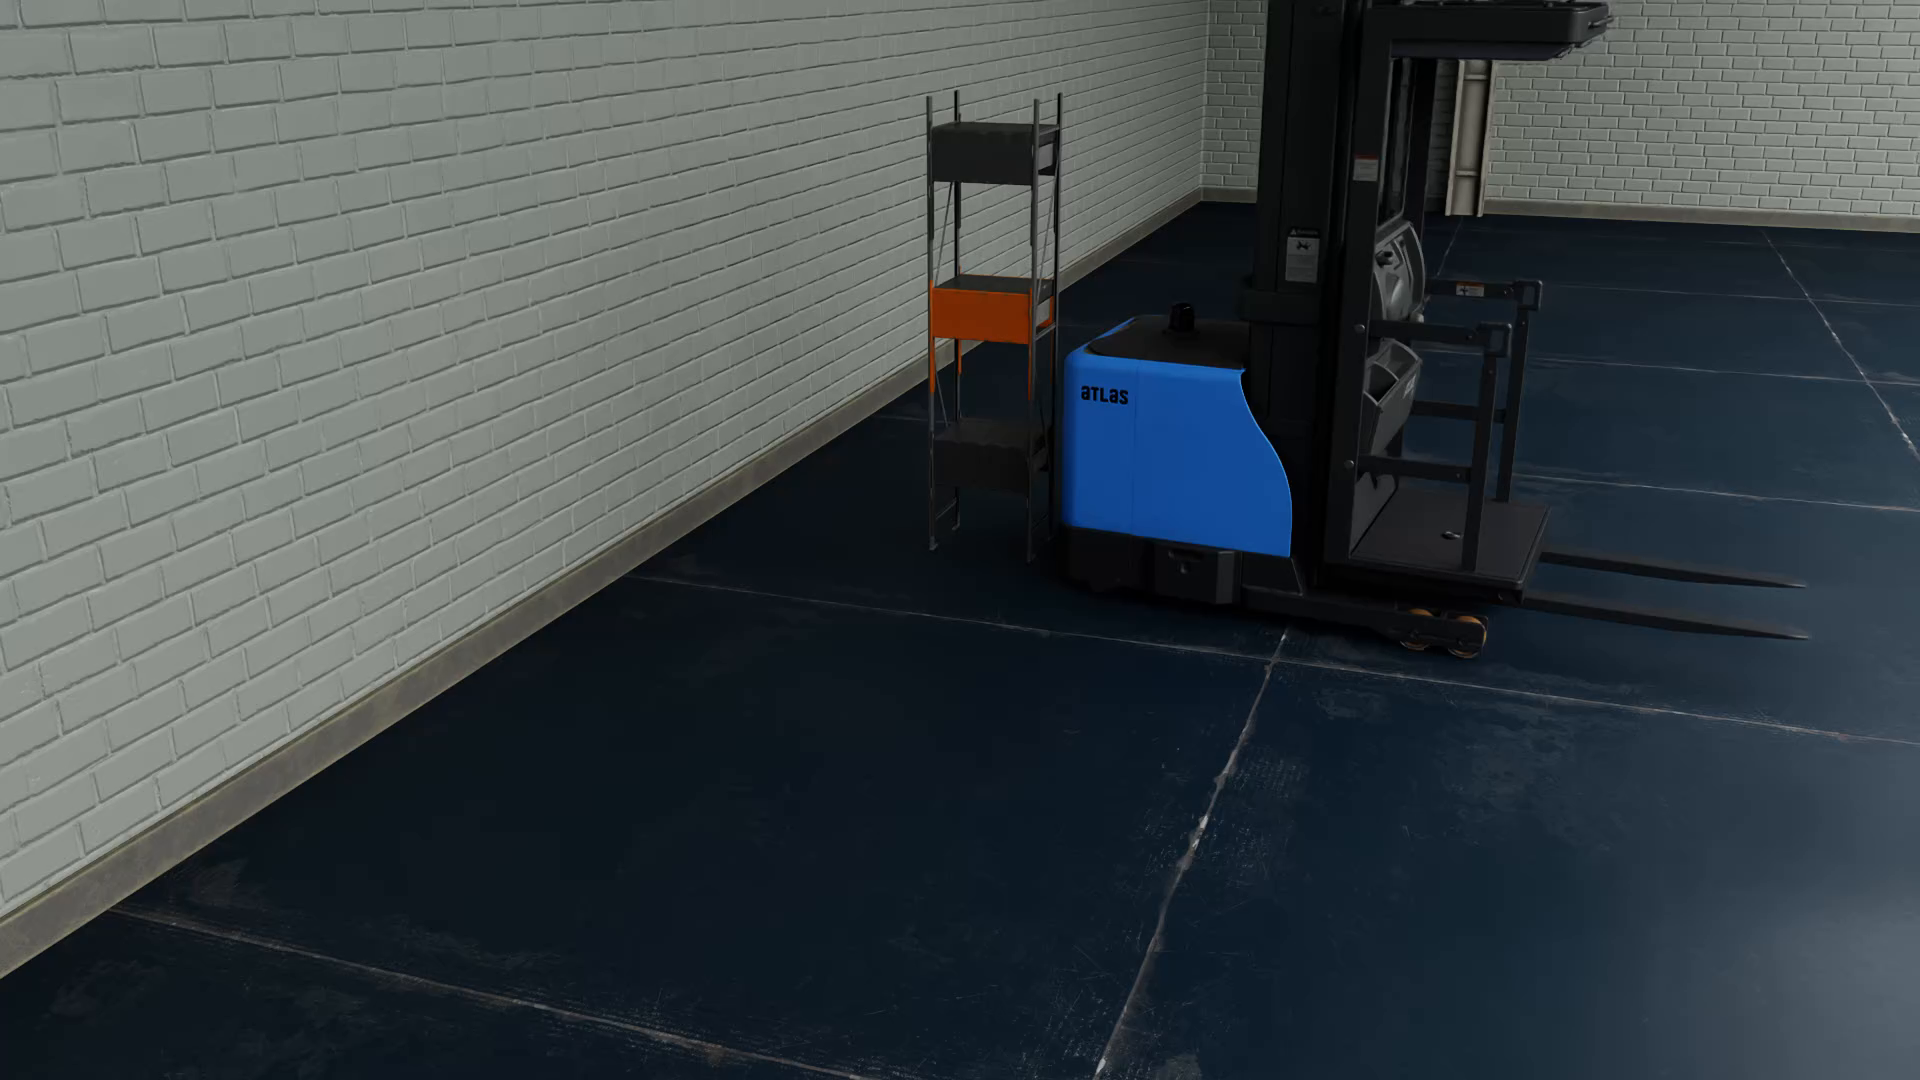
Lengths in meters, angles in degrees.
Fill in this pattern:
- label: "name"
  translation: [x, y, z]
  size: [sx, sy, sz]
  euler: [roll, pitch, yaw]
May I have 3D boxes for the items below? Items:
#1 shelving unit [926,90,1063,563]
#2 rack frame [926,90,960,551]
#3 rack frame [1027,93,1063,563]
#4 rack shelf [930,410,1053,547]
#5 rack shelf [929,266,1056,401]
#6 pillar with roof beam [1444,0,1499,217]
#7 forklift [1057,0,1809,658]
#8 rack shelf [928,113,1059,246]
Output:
- label: "shelving unit"
  translation: [0.156, -0.974, 7.679]
  size: [0.503, 2.100, 0.431]
  euler: [7, 20, 18]
- label: "rack frame"
  translation: [-0.074, -1.000, 7.755]
  size: [0.015, 2.100, 0.400]
  euler: [7, 20, 18]
- label: "rack frame"
  translation: [0.387, -0.947, 7.604]
  size: [0.015, 2.100, 0.400]
  euler: [7, 20, 18]
- label: "rack shelf"
  translation: [0.156, -0.300, 7.914]
  size: [0.480, 0.518, 0.431]
  euler: [7, 20, 18]
- label: "rack shelf"
  translation: [0.156, -0.961, 7.684]
  size: [0.480, 0.518, 0.431]
  euler: [7, 20, 18]
- label: "pillar with roof beam"
  translation: [4.177, -6.526, 13.128]
  size: [0.400, 9.000, 9.100]
  euler: [7, 20, 18]
- label: "forklift"
  translation: [1.994, -1.107, 6.800]
  size: [3.031, 2.935, 1.130]
  euler: [9, 21, 23]
- label: "rack shelf"
  translation: [0.156, -1.622, 7.453]
  size: [0.480, 0.518, 0.431]
  euler: [7, 20, 18]
